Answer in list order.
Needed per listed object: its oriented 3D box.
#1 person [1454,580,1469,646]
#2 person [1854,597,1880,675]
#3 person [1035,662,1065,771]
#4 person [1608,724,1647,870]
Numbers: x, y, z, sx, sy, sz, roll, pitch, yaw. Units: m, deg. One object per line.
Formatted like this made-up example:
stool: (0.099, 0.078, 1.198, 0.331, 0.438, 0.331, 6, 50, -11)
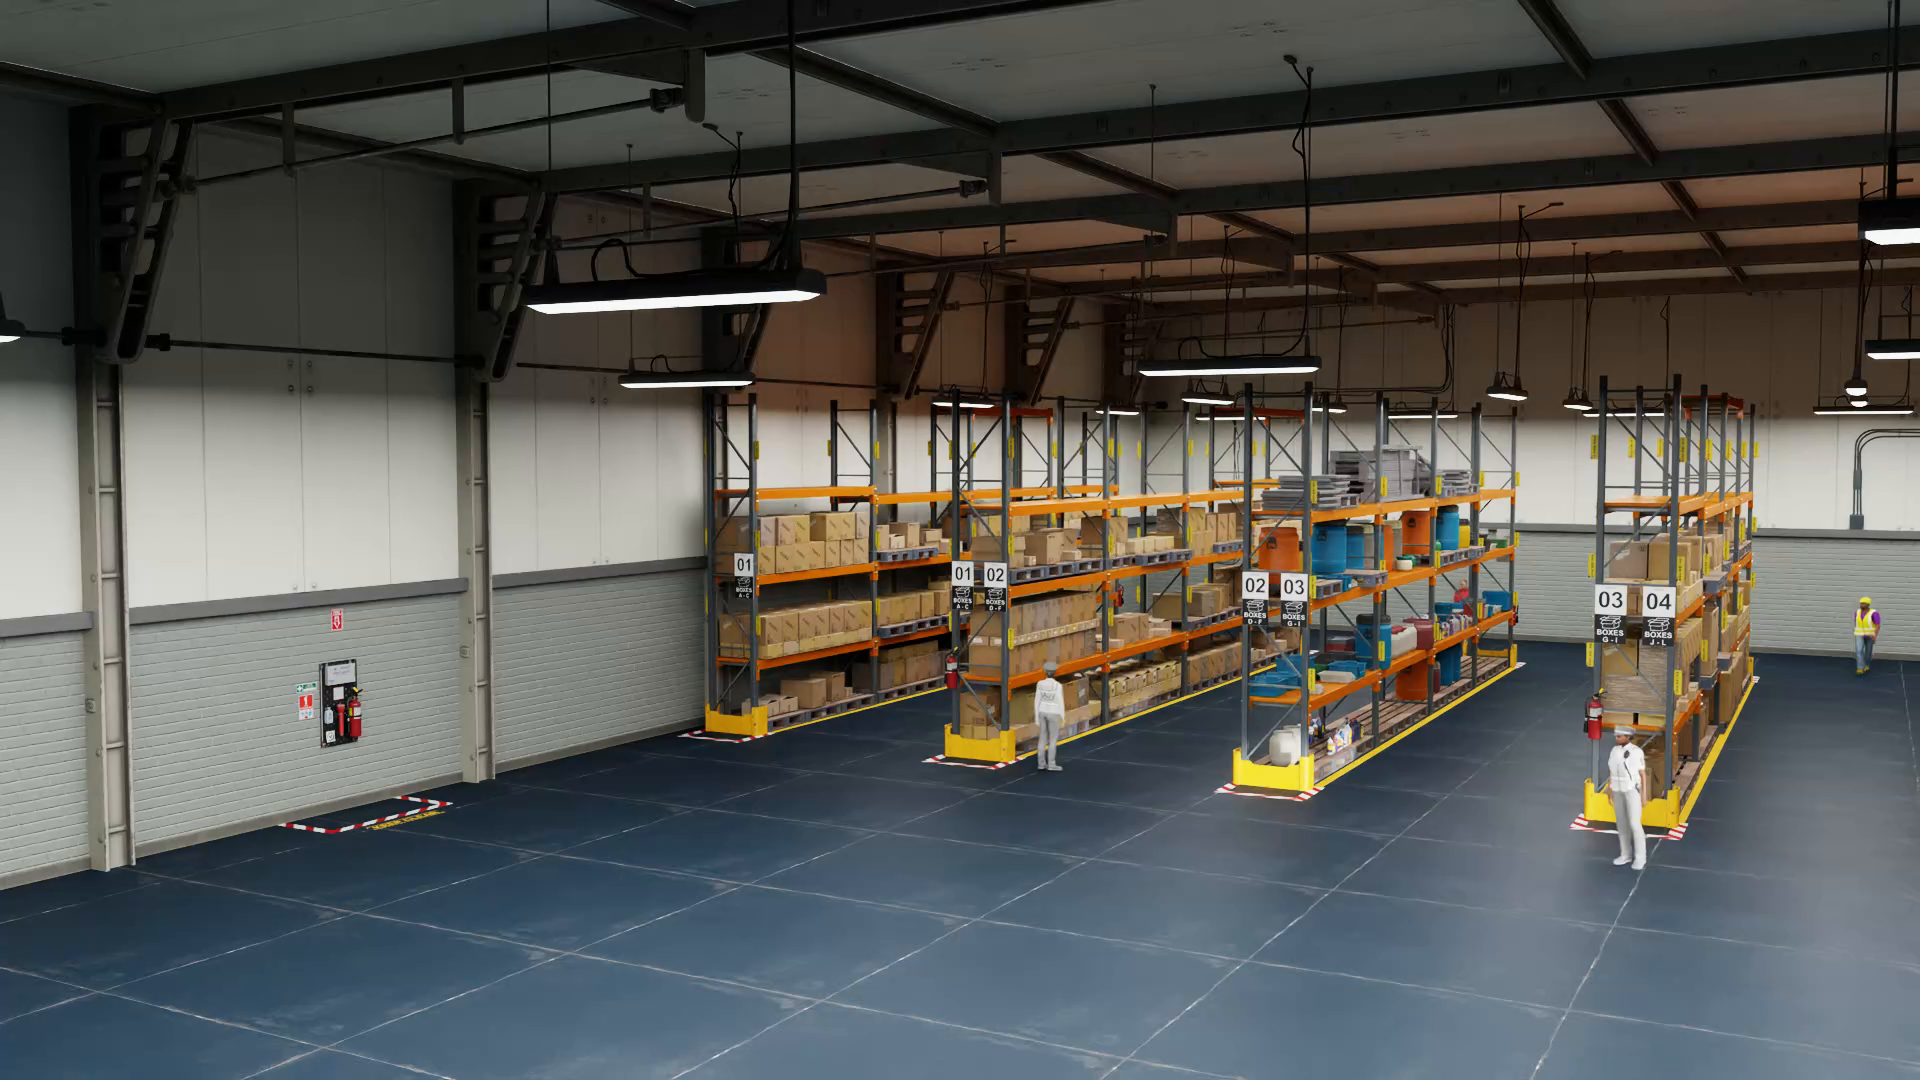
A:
person: (12.731, 1.884, 42.051, 0.548, 1.748, 0.530, 1, 3, 24)
person: (20.214, 2.132, 37.066, 0.505, 1.718, 1.058, 2, 3, 26)
person: (1.413, 2.748, 25.979, 0.494, 1.697, 0.341, 3, 4, 44)
person: (8.060, 3.093, 20.098, 0.359, 1.727, 0.543, -2, 4, -30)
